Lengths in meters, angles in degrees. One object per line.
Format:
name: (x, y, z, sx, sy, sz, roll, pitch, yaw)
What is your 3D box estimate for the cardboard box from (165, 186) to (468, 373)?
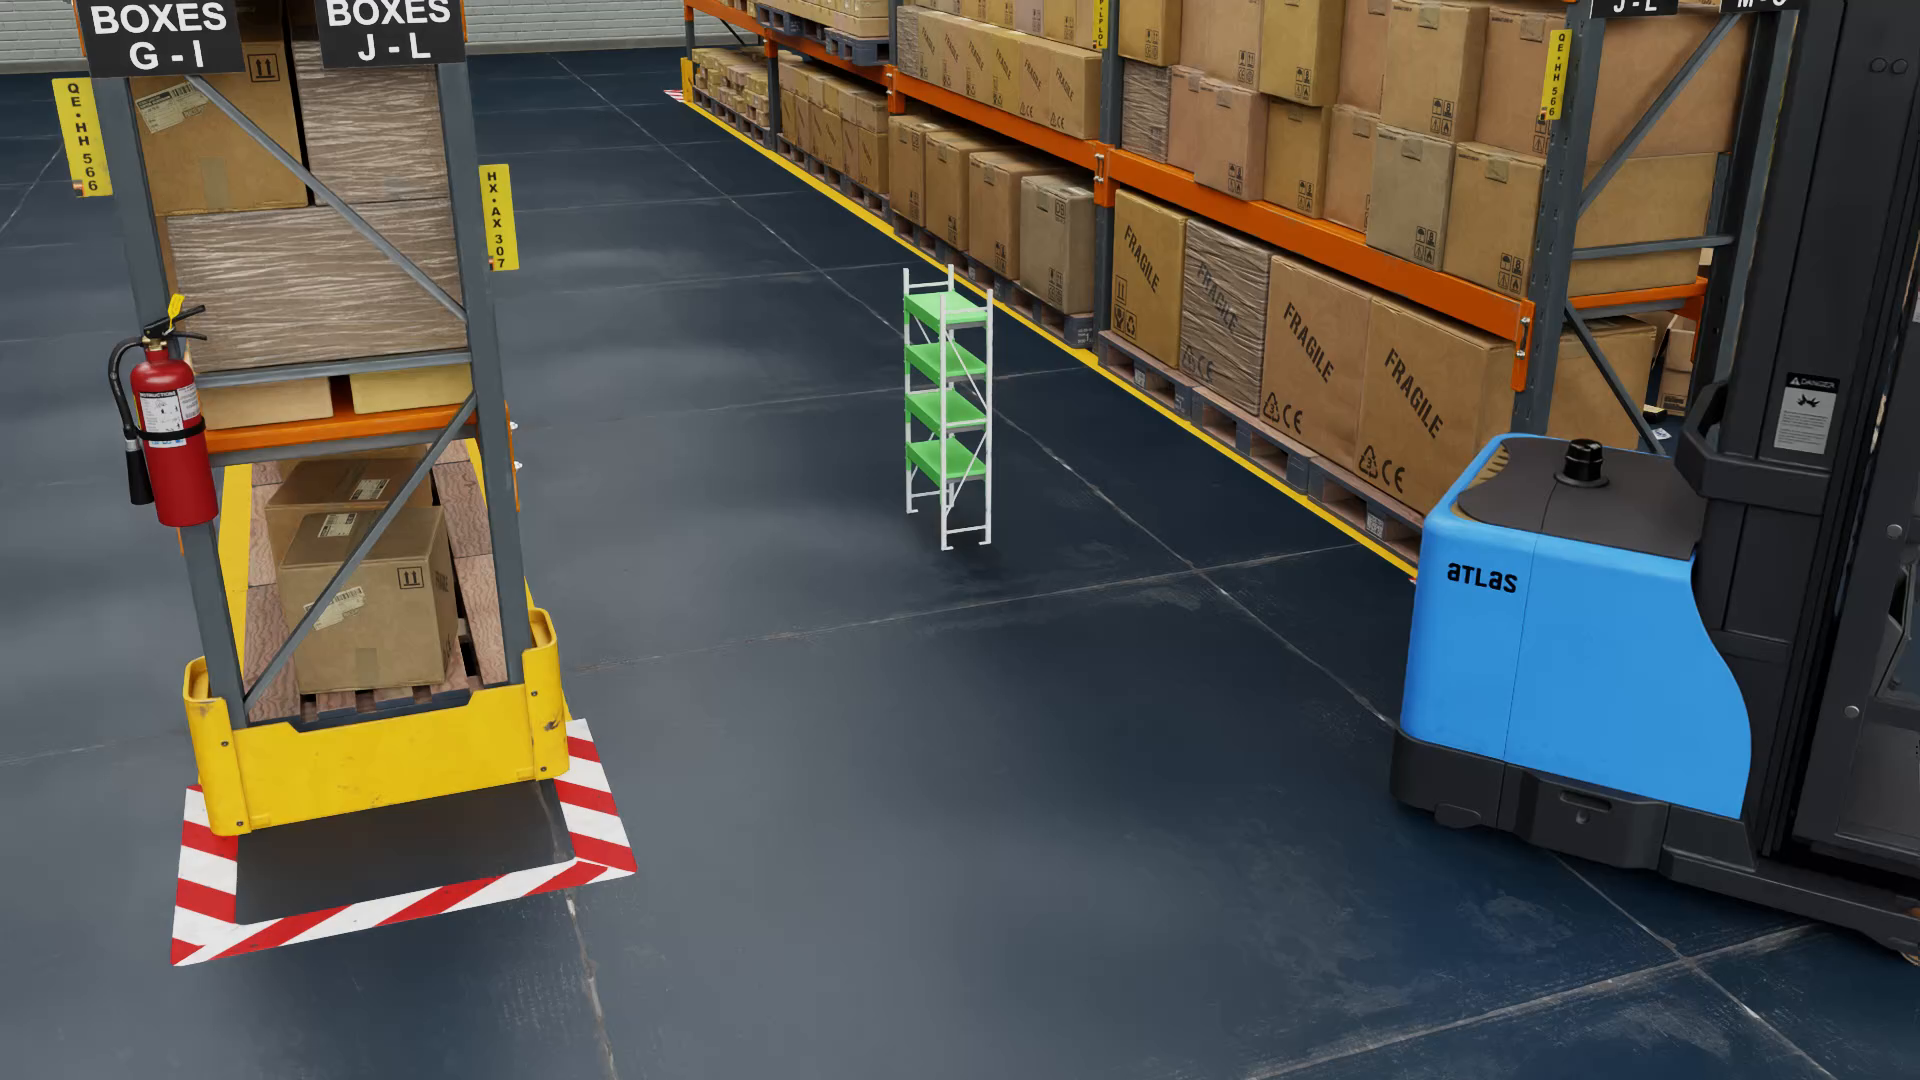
cardboard box: (-2.104, -0.906, 5.525, 0.875, 0.500, 0.500, -8, 24, -19)

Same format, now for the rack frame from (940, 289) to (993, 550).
rack frame: (0.028, -0.524, 7.449, 0.240, 1.200, 0.015, -8, 24, -19)

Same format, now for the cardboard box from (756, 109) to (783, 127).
cardboard box: (-1.956, -4.499, 17.691, 0.380, 0.149, 0.250, -8, 24, -18)

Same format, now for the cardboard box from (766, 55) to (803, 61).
cardboard box: (-2.063, -5.604, 19.548, 0.380, 0.149, 0.250, -7, 24, -17)

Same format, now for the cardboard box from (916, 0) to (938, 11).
cardboard box: (0.064, -4.412, 12.940, 0.700, 0.500, 0.500, -8, 24, -19)

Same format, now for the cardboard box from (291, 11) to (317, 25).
cardboard box: (-2.045, -1.583, 5.844, 0.500, 0.500, 0.500, -8, 24, -19)

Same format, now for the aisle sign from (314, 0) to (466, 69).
aisle sign: (-1.633, -1.736, 4.659, 0.394, 0.787, 0.004, -8, 24, -19)

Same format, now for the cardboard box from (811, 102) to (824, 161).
cardboard box: (-1.099, -3.879, 15.770, 0.500, 0.500, 0.500, -8, 24, -18)

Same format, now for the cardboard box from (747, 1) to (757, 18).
cardboard box: (-2.011, -5.558, 17.397, 0.380, 0.149, 0.250, -9, 24, -20)

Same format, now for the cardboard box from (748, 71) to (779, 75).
cardboard box: (-2.108, -5.052, 18.239, 0.380, 0.149, 0.250, -8, 24, -17)

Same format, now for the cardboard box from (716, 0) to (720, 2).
cardboard box: (-2.577, -6.235, 19.005, 0.380, 0.149, 0.250, -9, 24, -20)

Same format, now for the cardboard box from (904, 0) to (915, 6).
cardboard box: (-0.263, -4.682, 14.397, 0.380, 0.149, 0.250, -9, 25, -21)

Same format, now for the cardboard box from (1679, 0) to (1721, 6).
cardboard box: (5.545, -3.845, 11.959, 0.500, 0.500, 0.500, -9, 24, -20)

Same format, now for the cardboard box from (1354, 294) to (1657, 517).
cardboard box: (2.439, -0.615, 7.541, 0.875, 0.875, 0.875, -8, 24, -19)

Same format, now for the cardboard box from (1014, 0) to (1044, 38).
cardboard box: (0.785, -3.673, 11.186, 0.700, 0.500, 0.500, -8, 24, -19)

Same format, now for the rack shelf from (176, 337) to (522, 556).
rack shelf: (-2.642, -0.914, 6.983, 1.077, 0.370, 4.000, -8, 24, -19)

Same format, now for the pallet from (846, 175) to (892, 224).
pallet: (-0.360, -3.069, 14.759, 1.003, 0.211, 1.213, -8, 24, -19)

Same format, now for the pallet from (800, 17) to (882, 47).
pallet: (-0.823, -4.695, 15.274, 1.003, 0.211, 1.213, -8, 24, -19)

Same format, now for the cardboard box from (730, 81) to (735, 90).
cardboard box: (-2.447, -5.299, 19.208, 0.380, 0.149, 0.250, -7, 24, -16)

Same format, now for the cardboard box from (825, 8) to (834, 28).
cardboard box: (-0.952, -4.539, 14.439, 0.380, 0.149, 0.250, -9, 24, -20)

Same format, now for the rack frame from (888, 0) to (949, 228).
rack frame: (-0.085, -4.070, 13.544, 1.000, 3.000, 0.127, -8, 24, -19)

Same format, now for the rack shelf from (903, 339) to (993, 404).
rack shelf: (-0.058, -0.775, 7.591, 0.258, 0.148, 0.480, -8, 24, -19)

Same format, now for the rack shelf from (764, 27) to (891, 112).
rack shelf: (-0.792, -4.465, 15.408, 1.077, 0.370, 4.000, -8, 24, -19)

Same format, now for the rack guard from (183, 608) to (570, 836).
rack guard: (-1.962, 0.605, 5.671, 1.175, 0.500, 0.348, -8, 24, -19)

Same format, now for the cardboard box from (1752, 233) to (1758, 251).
cardboard box: (5.879, -2.007, 11.650, 0.500, 0.250, 0.500, -10, 25, -21)

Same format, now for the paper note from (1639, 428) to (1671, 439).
paper note: (3.790, -0.582, 9.093, 0.144, 0.017, 0.142, 0, 23, -1)

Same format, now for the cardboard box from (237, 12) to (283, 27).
cardboard box: (-2.543, -1.510, 5.671, 0.500, 0.500, 0.500, -8, 24, -19)

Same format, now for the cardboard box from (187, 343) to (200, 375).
cardboard box: (-2.453, -0.653, 5.761, 0.380, 0.149, 0.250, -8, 24, -19)

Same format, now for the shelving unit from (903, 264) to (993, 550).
shelving unit: (-0.058, -0.613, 7.660, 0.258, 1.200, 0.503, -8, 24, -19)

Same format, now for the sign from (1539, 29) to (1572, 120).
sign: (2.228, -1.736, 6.211, 0.100, 0.325, 0.005, -8, 24, -19)

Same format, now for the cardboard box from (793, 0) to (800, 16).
cardboard box: (-1.323, -4.921, 15.346, 0.380, 0.149, 0.250, -9, 24, -20)

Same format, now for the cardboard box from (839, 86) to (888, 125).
cardboard box: (-0.761, -3.851, 14.738, 0.500, 0.250, 0.500, -8, 24, -18)

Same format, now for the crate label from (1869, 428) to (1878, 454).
crate label: (4.723, -0.540, 8.855, 0.298, 0.136, 0.250, 18, 29, 36)

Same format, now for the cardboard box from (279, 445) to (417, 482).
cardboard box: (-2.587, -0.232, 7.117, 0.500, 0.500, 0.500, -6, 24, -14)

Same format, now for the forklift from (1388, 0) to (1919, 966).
forklift: (2.973, -0.313, 4.719, 3.031, 2.935, 1.130, 12, 26, 27)

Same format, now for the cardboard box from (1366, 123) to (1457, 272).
cardboard box: (2.353, -1.557, 7.390, 0.875, 0.550, 0.550, -8, 24, -19)

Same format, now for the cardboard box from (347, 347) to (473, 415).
cardboard box: (-1.813, -0.540, 5.492, 0.380, 0.149, 0.250, -8, 24, -19)

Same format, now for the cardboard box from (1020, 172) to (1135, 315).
cardboard box: (1.024, -1.986, 10.957, 1.050, 0.750, 0.750, -8, 24, -19)

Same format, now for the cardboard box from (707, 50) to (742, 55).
cardboard box: (-2.834, -5.810, 20.036, 0.380, 0.149, 0.250, -8, 24, -18)

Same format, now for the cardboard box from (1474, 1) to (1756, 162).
cardboard box: (2.646, -1.870, 6.741, 0.875, 0.550, 0.550, -8, 24, -19)

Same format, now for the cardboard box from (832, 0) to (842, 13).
cardboard box: (-0.877, -4.594, 14.186, 0.380, 0.149, 0.250, -8, 24, -18)

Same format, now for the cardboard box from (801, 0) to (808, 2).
cardboard box: (-1.235, -4.964, 15.064, 0.380, 0.149, 0.250, -9, 24, -20)

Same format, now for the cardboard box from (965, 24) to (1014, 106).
cardboard box: (0.355, -3.367, 11.747, 0.500, 0.500, 0.500, -9, 24, -20)

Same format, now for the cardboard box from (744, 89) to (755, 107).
cardboard box: (-2.125, -4.802, 18.029, 0.380, 0.149, 0.250, -9, 25, -21)

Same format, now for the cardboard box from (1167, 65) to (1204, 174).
cardboard box: (1.685, -2.356, 9.285, 0.875, 0.550, 0.550, -8, 24, -19)

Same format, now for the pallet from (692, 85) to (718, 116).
pallet: (-2.631, -5.364, 20.204, 1.003, 0.211, 1.213, -8, 24, -19)

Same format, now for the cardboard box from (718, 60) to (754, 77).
cardboard box: (-2.561, -5.418, 19.106, 0.380, 0.149, 0.250, -8, 24, -18)

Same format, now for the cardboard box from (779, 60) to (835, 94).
cardboard box: (-1.485, -4.606, 16.527, 0.500, 0.250, 0.500, -9, 25, -21)

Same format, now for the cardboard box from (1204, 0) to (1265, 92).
cardboard box: (1.791, -2.645, 8.581, 0.875, 0.550, 0.550, -8, 24, -19)

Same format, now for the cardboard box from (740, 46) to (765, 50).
cardboard box: (-2.487, -5.973, 20.423, 0.380, 0.149, 0.250, -8, 24, -18)

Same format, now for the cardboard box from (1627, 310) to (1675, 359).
cardboard box: (4.009, -1.420, 10.298, 0.797, 0.637, 0.503, -8, 24, -19)

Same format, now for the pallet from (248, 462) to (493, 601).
pallet: (-2.643, -0.004, 7.488, 1.003, 0.211, 1.213, -8, 24, -19)

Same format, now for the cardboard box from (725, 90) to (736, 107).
cardboard box: (-2.467, -5.062, 19.027, 0.380, 0.149, 0.250, -8, 24, -19)

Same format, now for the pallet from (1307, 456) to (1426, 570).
pallet: (2.385, -0.158, 7.852, 1.003, 0.211, 1.213, -8, 24, -19)

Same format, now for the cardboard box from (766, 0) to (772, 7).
cardboard box: (-1.686, -5.295, 16.233, 0.380, 0.149, 0.250, -8, 24, -18)
